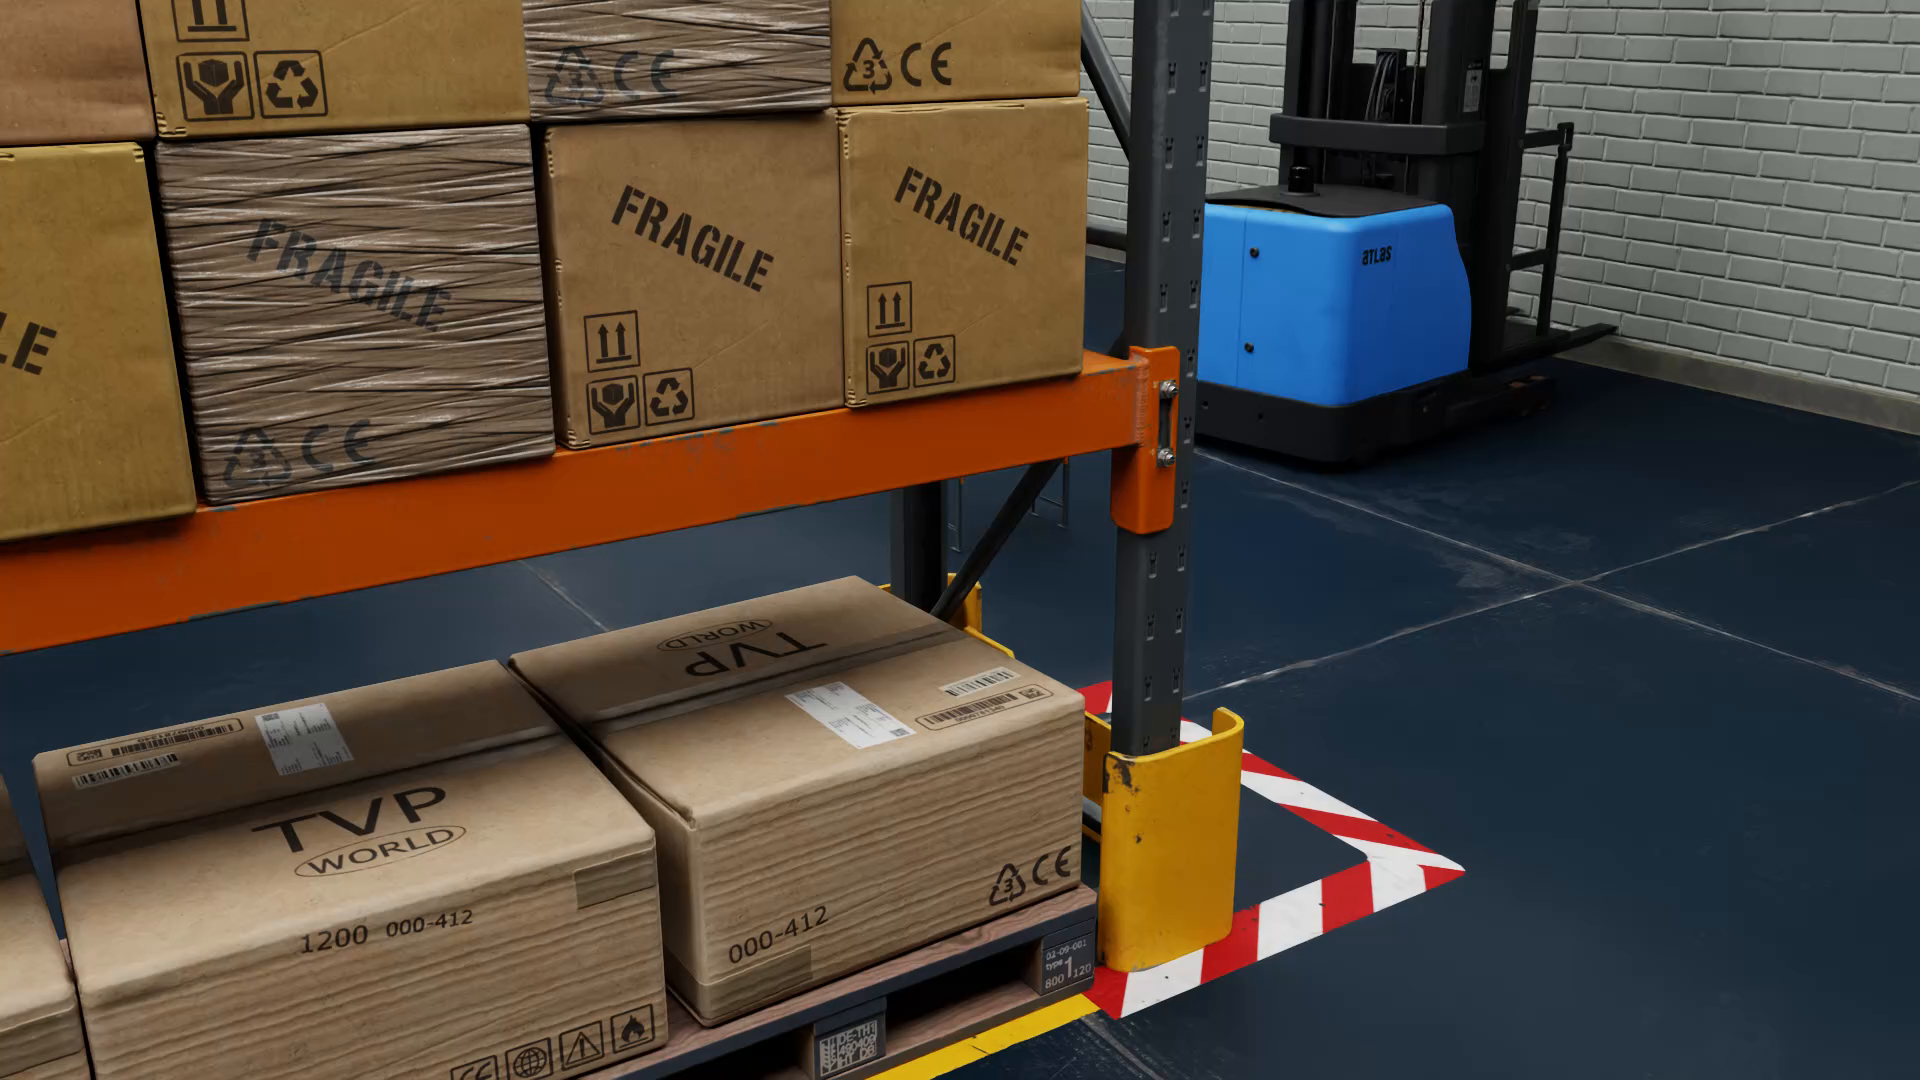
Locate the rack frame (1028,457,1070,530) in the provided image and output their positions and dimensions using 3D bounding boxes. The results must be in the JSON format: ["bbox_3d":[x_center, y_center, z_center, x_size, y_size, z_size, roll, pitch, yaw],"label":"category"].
[{"bbox_3d":[0.342,-0.641,6.266,0.015,1.200,0.240,-12,22,-31],"label":"rack frame"}]

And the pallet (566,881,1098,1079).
[{"bbox_3d":[-0.480,0.806,3.532,1.213,0.211,1.003,-12,22,-31],"label":"pallet"}]

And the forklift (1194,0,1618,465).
[{"bbox_3d":[2.282,-2.090,7.850,3.031,2.935,1.130,-17,25,-41],"label":"forklift"}]

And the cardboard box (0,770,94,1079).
[{"bbox_3d":[-1.866,0.803,2.532,0.875,0.438,0.875,-13,22,-33],"label":"cardboard box"}]

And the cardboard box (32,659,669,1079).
[{"bbox_3d":[-1.112,0.644,3.000,0.875,0.438,0.875,-11,22,-30],"label":"cardboard box"}]

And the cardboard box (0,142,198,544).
[{"bbox_3d":[-1.389,-0.296,2.282,0.500,0.500,0.500,-11,22,-30],"label":"cardboard box"}]

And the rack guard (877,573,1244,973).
[{"bbox_3d":[0.164,0.503,3.976,0.348,0.500,1.175,-12,22,-31],"label":"rack guard"}]

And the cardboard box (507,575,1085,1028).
[{"bbox_3d":[-0.352,0.481,3.484,0.875,0.438,0.875,-13,23,-33],"label":"cardboard box"}]

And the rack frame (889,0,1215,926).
[{"bbox_3d":[0.144,-0.677,3.563,0.127,3.000,1.000,-12,22,-31],"label":"rack frame"}]

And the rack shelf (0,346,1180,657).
[{"bbox_3d":[-1.526,0.016,2.637,4.000,0.370,1.077,-12,22,-31],"label":"rack shelf"}]

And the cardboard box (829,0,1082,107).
[{"bbox_3d":[-0.127,-1.049,2.948,0.500,0.500,0.500,-11,22,-30],"label":"cardboard box"}]

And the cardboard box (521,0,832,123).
[{"bbox_3d":[-0.548,-0.949,2.652,0.500,0.500,0.500,-12,22,-31],"label":"cardboard box"}]

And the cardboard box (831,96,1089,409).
[{"bbox_3d":[-0.113,-0.569,3.087,0.500,0.500,0.500,-12,22,-31],"label":"cardboard box"}]

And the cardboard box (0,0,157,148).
[{"bbox_3d":[-1.383,-0.775,2.137,0.500,0.500,0.500,-12,22,-32],"label":"cardboard box"}]

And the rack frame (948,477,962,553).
[{"bbox_3d":[-0.066,-0.555,6.012,0.015,1.200,0.240,-12,22,-31],"label":"rack frame"}]

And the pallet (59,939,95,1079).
[{"bbox_3d":[-1.498,1.019,2.900,1.213,0.211,1.003,-12,22,-31],"label":"pallet"}]

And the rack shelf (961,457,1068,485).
[{"bbox_3d":[0.138,-0.346,6.224,0.480,0.148,0.258,-12,22,-31],"label":"rack shelf"}]

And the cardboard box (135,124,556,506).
[{"bbox_3d":[-0.965,-0.391,2.561,0.500,0.500,0.500,-11,22,-30],"label":"cardboard box"}]

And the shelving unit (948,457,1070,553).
[{"bbox_3d":[0.138,-0.598,6.139,0.503,1.200,0.258,-12,22,-31],"label":"shelving unit"}]

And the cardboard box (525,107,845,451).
[{"bbox_3d":[-0.540,-0.484,2.837,0.500,0.500,0.500,-12,22,-33],"label":"cardboard box"}]

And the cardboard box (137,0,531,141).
[{"bbox_3d":[-0.962,-0.863,2.397,0.500,0.500,0.500,-12,22,-32],"label":"cardboard box"}]
